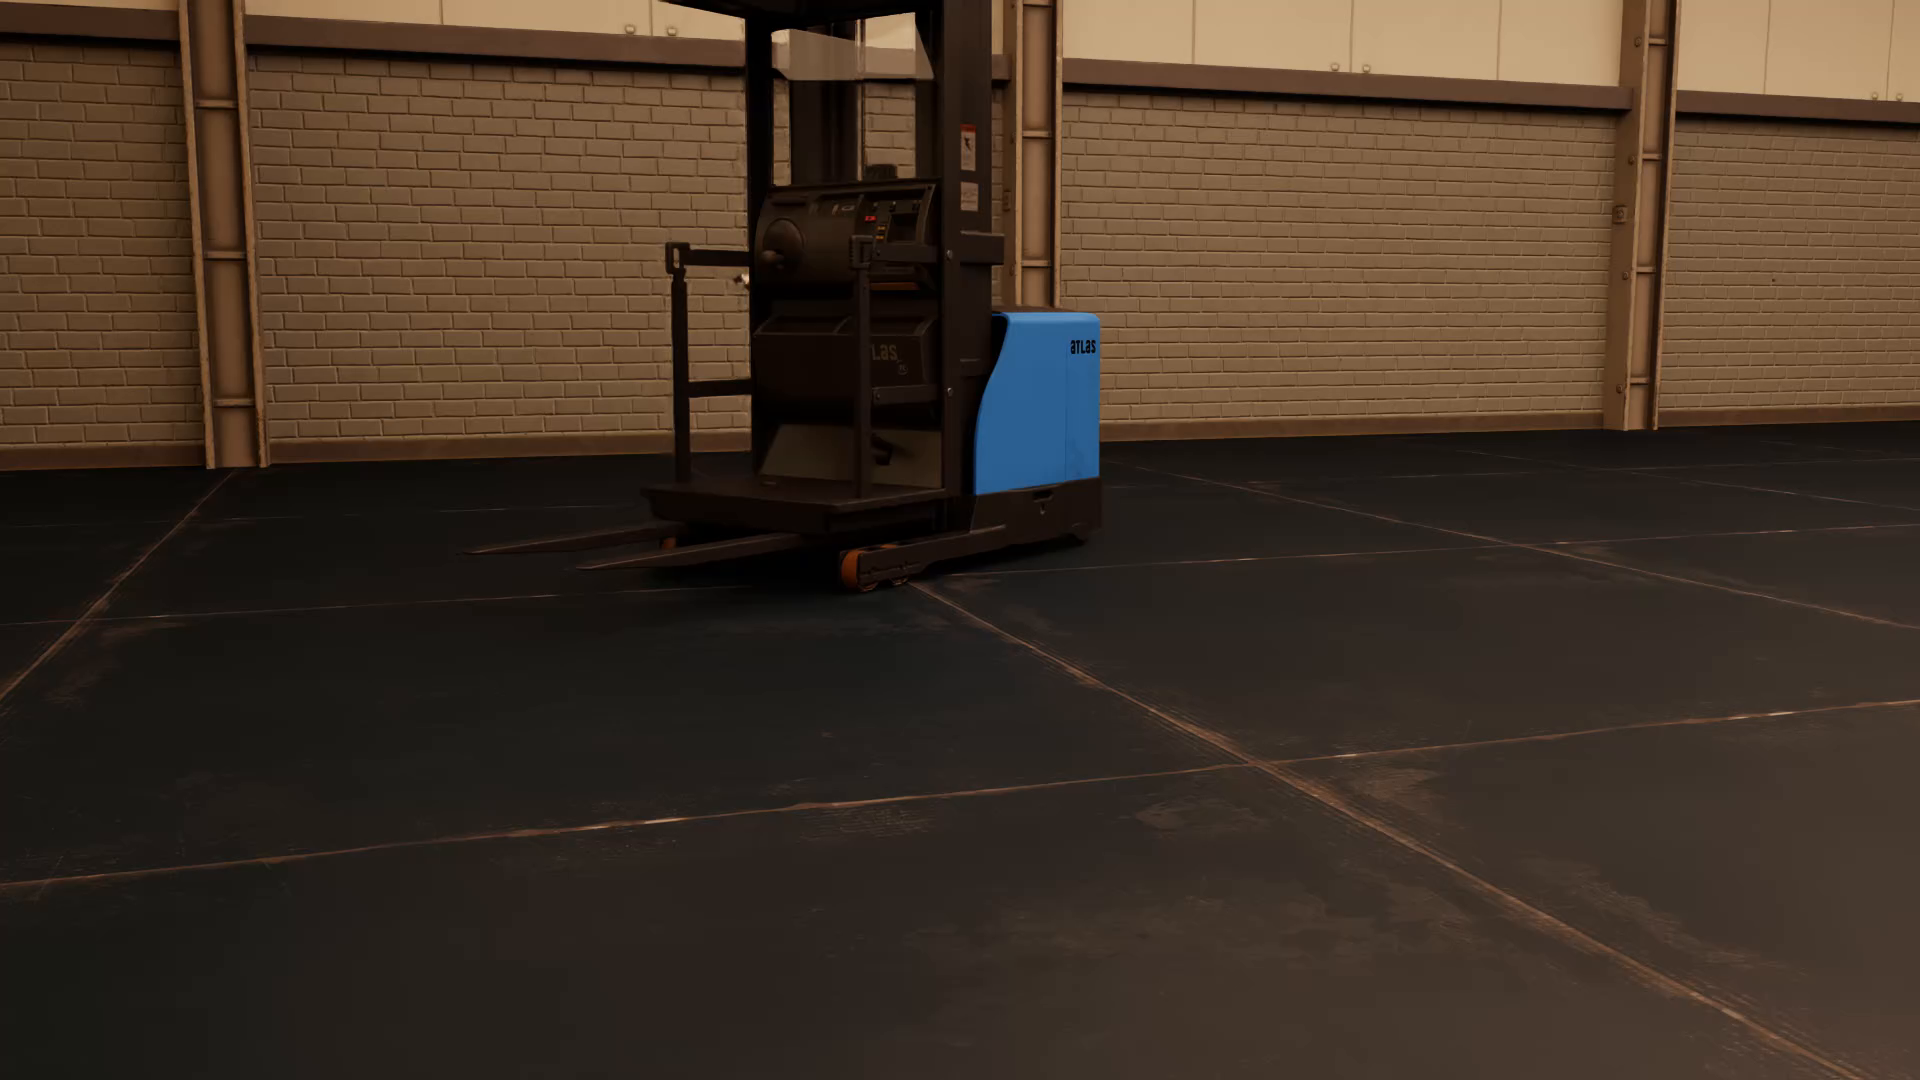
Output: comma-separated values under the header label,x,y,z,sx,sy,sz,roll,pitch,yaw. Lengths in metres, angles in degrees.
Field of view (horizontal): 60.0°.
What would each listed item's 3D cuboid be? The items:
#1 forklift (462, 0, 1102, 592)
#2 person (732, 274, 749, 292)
label,x,y,z,sx,sy,sz,roll,pitch,yaw
forklift,-0.615,-1.325,6.792,1.130,2.935,3.031,6,10,36
person,-0.699,-0.826,8.688,0.749,1.445,1.497,-5,9,-32
